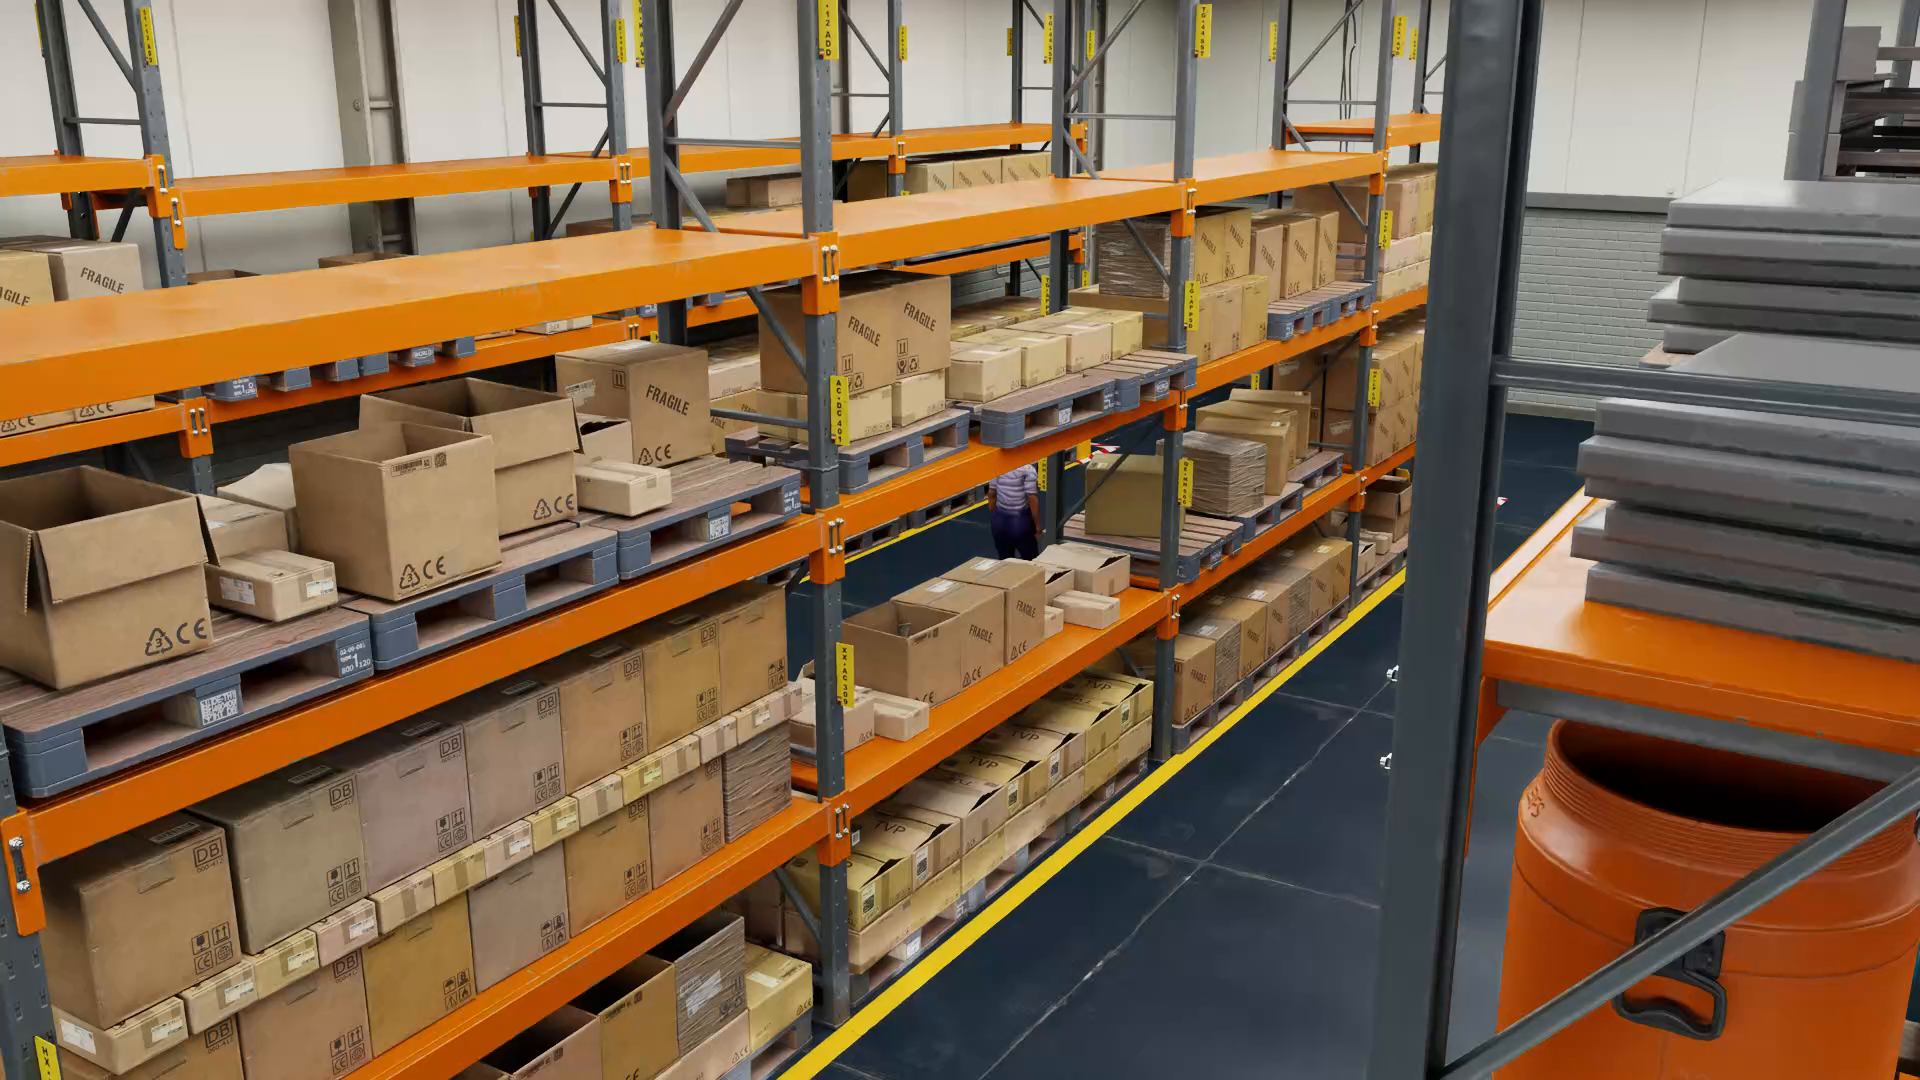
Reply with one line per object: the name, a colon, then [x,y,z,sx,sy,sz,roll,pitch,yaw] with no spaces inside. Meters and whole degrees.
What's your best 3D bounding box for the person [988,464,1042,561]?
person: [0.518,-0.146,15.048,0.531,1.651,0.418,10,19,30]
